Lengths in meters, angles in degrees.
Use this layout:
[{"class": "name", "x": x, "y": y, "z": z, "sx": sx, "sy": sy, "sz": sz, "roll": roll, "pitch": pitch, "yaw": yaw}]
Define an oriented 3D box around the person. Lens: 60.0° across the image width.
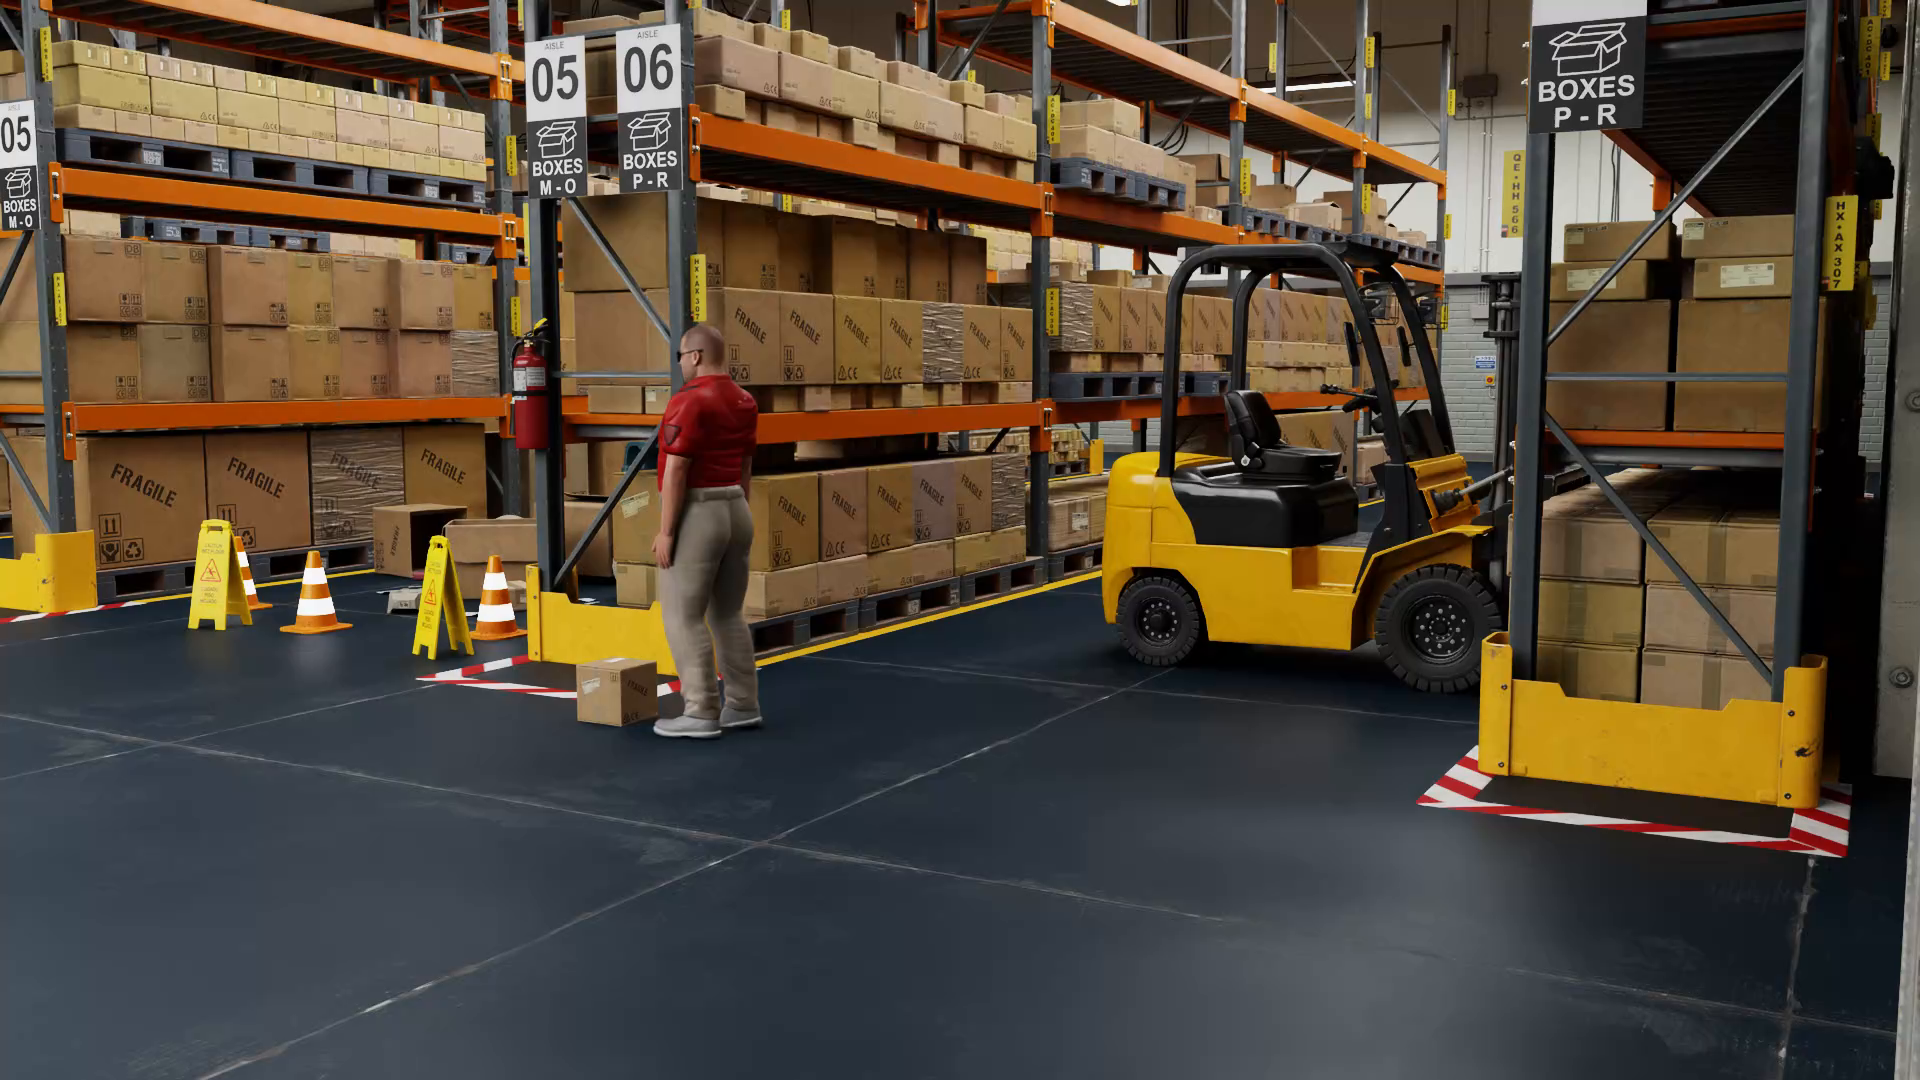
[{"class": "person", "x": -1.095, "y": -0.029, "z": 7.005, "sx": 0.360, "sy": 1.740, "sz": 0.528, "roll": 3, "pitch": 7, "yaw": 30}]
